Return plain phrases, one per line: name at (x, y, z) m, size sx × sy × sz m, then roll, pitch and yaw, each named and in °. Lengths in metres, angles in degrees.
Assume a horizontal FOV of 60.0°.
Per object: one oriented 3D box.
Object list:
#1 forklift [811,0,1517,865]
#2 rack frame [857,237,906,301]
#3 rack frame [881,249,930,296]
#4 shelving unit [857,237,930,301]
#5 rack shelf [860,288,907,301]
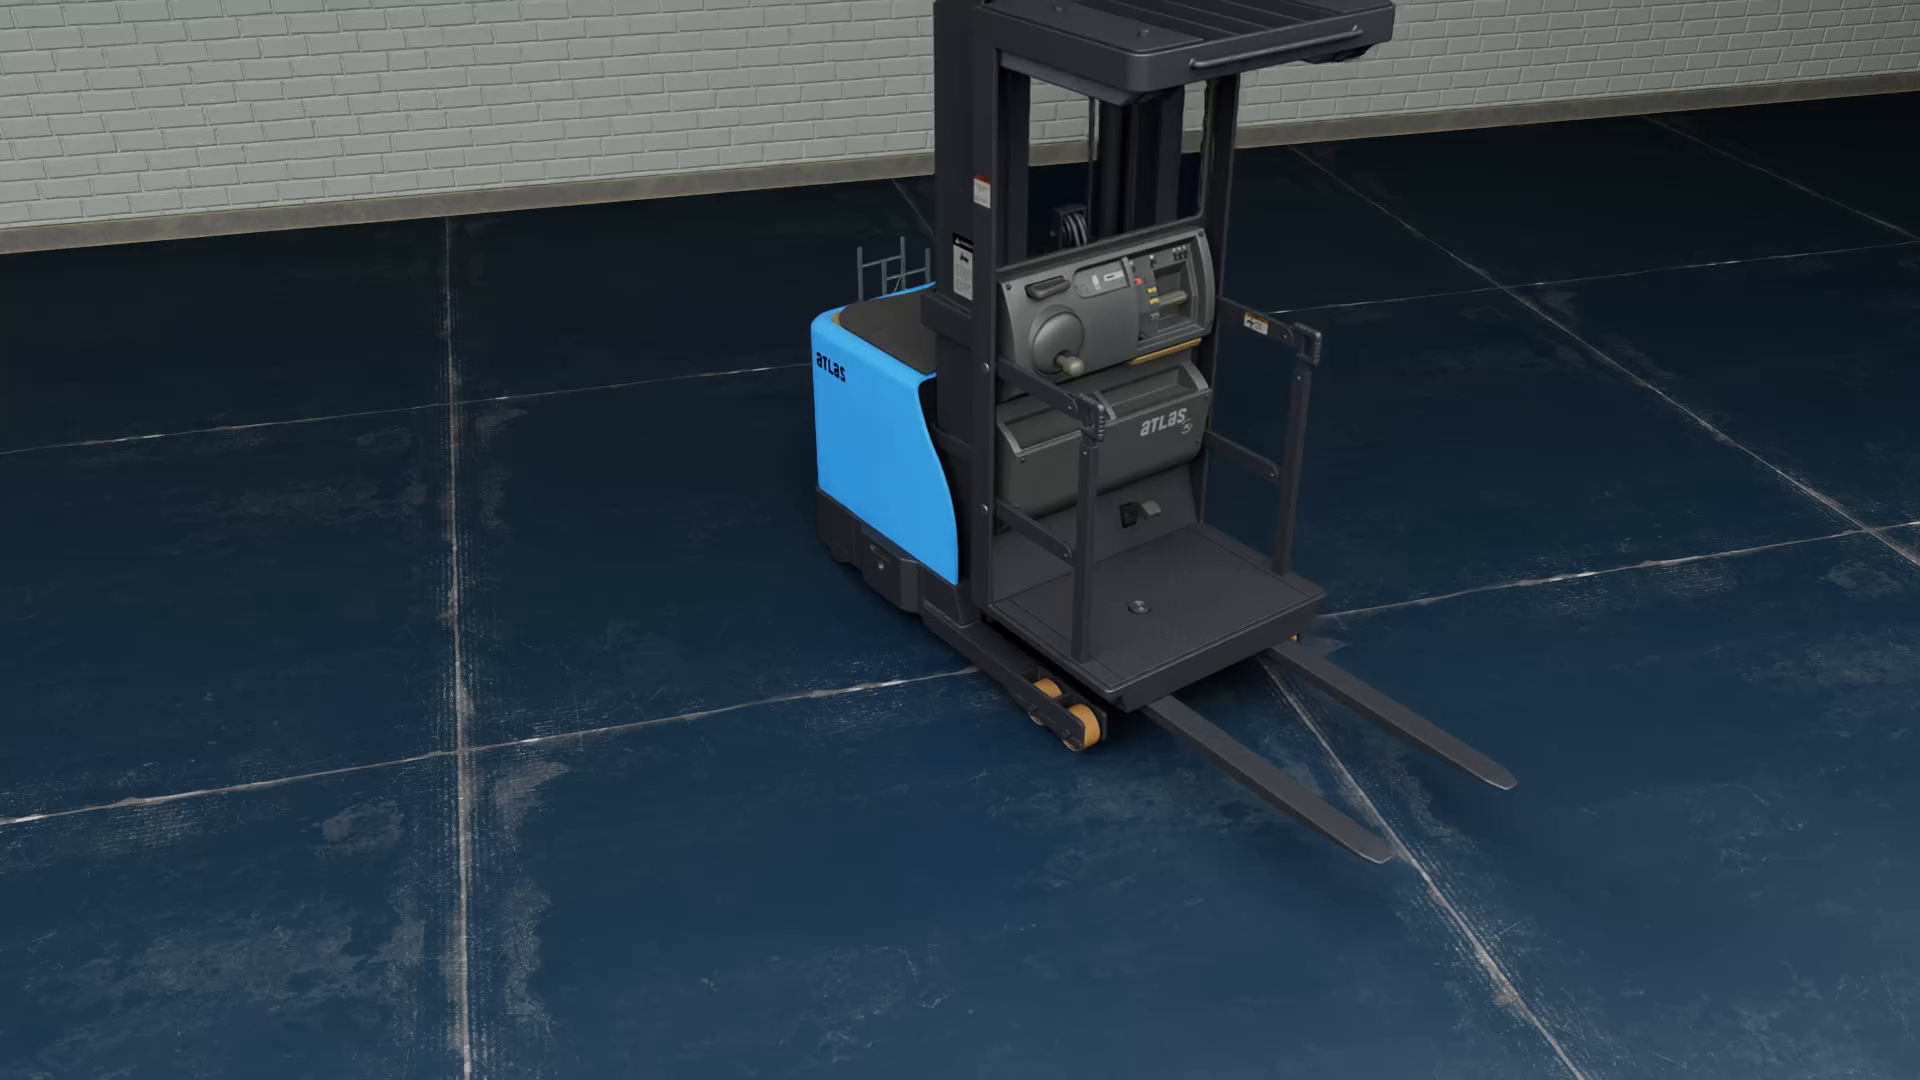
forklift at (0.660, -0.793, 5.694) m, size 1.130 × 2.935 × 3.031 m, roll -20°, pitch 36°, yaw -31°
rack frame at (-0.333, -0.739, 7.329) m, size 0.240 × 1.200 × 0.006 m, roll -20°, pitch 36°, yaw -31°
rack frame at (-0.225, -0.665, 7.201) m, size 0.240 × 1.200 × 0.006 m, roll -20°, pitch 36°, yaw -31°
shelving unit at (-0.279, -0.702, 7.265) m, size 0.258 × 1.200 × 0.189 m, roll -20°, pitch 36°, yaw -31°
rack shelf at (-0.279, -0.975, 7.107) m, size 0.258 × 0.103 × 0.180 m, roll -20°, pitch 36°, yaw -31°
